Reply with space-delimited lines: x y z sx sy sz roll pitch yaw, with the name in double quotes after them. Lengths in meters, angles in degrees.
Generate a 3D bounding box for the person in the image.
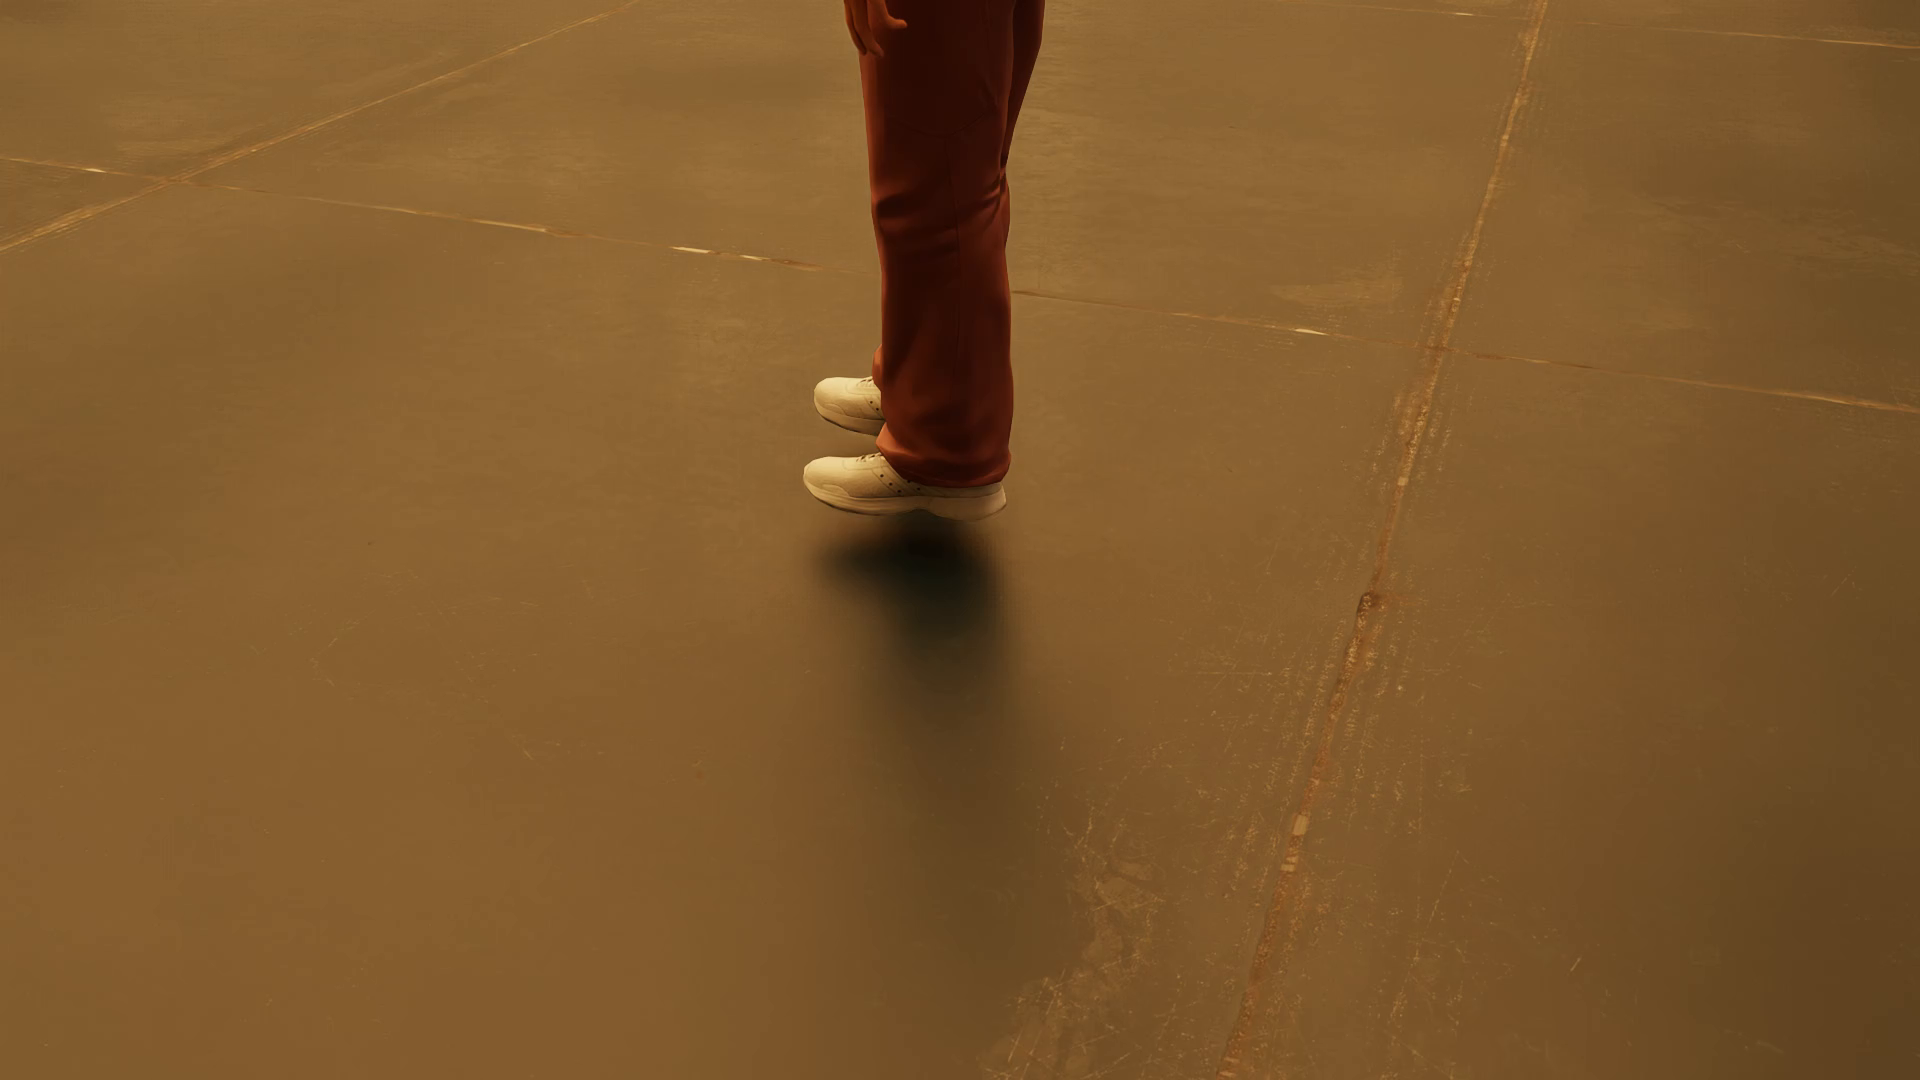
-0.065 -0.789 2.095 0.547 1.673 0.553 10 31 18 "person"
